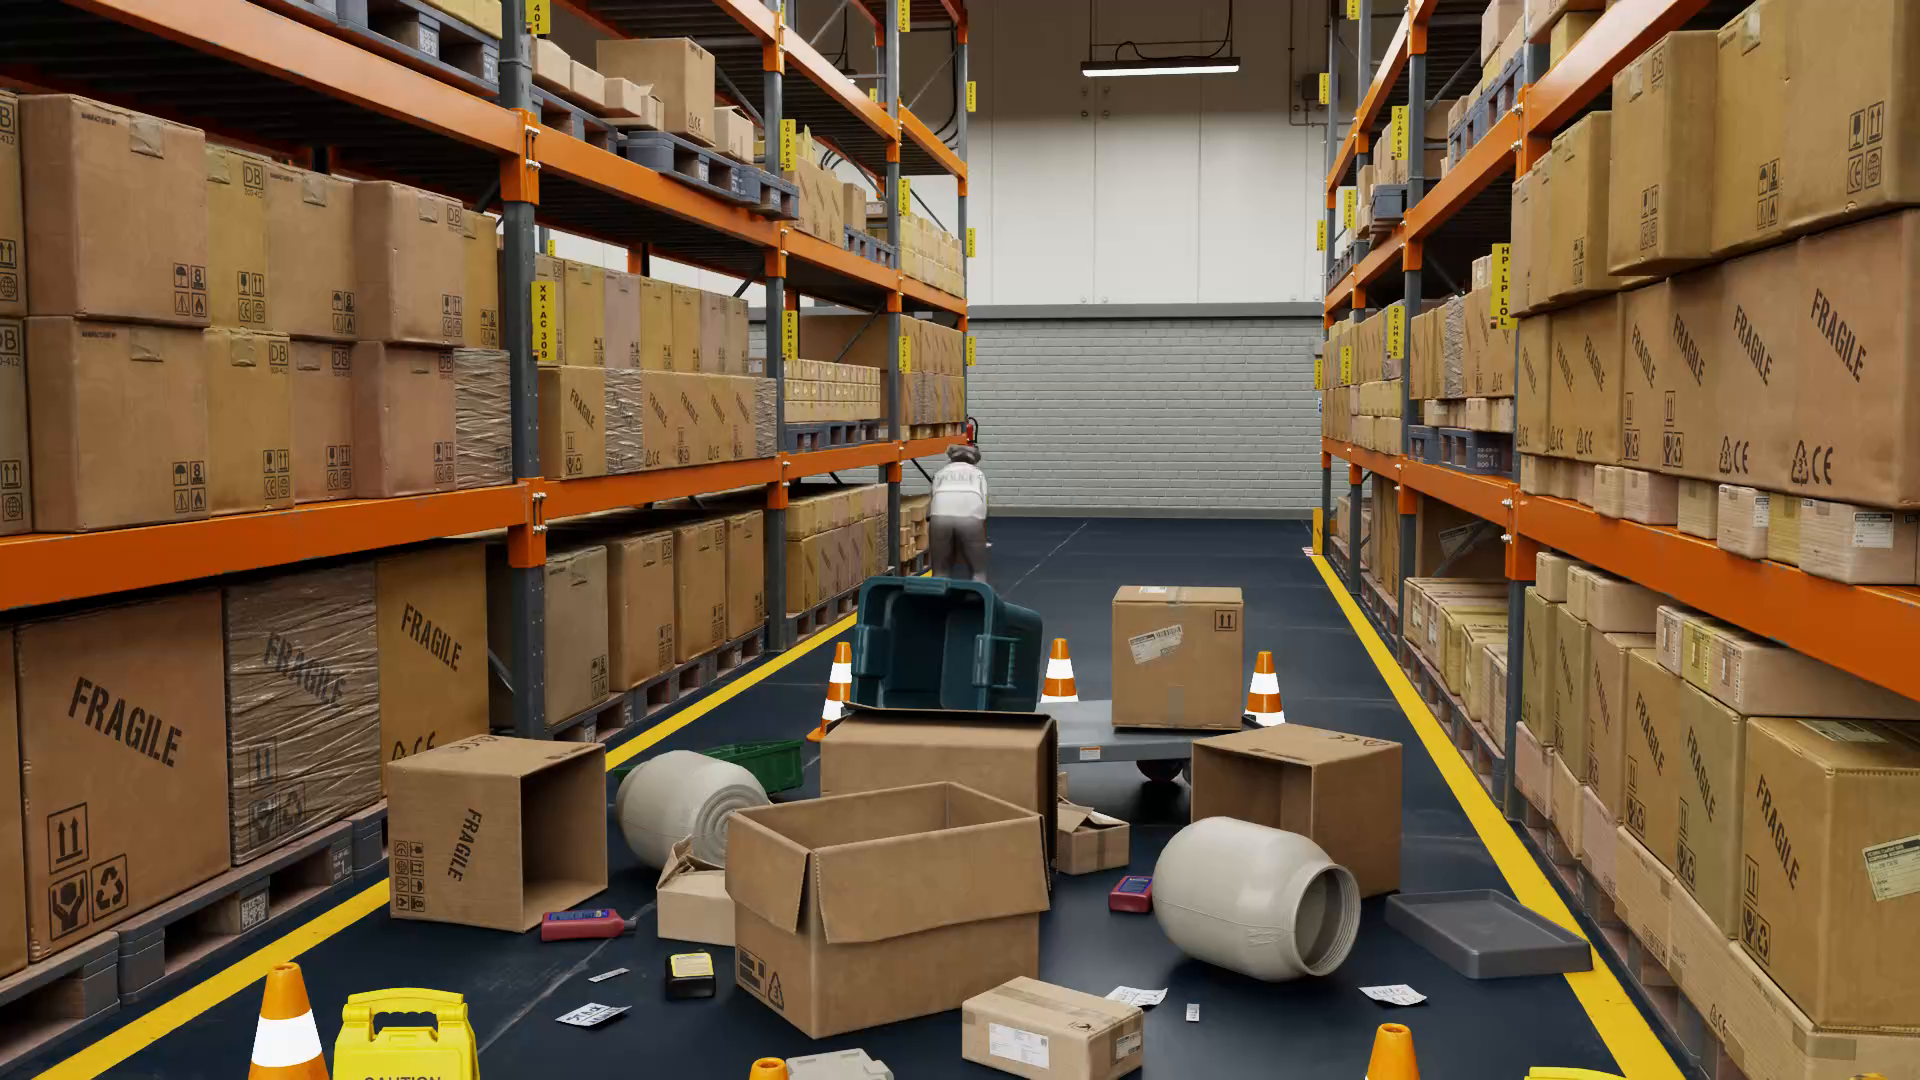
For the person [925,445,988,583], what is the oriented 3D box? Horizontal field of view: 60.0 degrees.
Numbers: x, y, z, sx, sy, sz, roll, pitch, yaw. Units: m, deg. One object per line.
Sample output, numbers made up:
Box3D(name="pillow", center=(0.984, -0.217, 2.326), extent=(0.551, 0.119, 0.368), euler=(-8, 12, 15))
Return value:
Box3D(name="person", center=(0.001, 0.016, 11.761), extent=(0.415, 1.342, 0.873), euler=(1, 5, 7))
